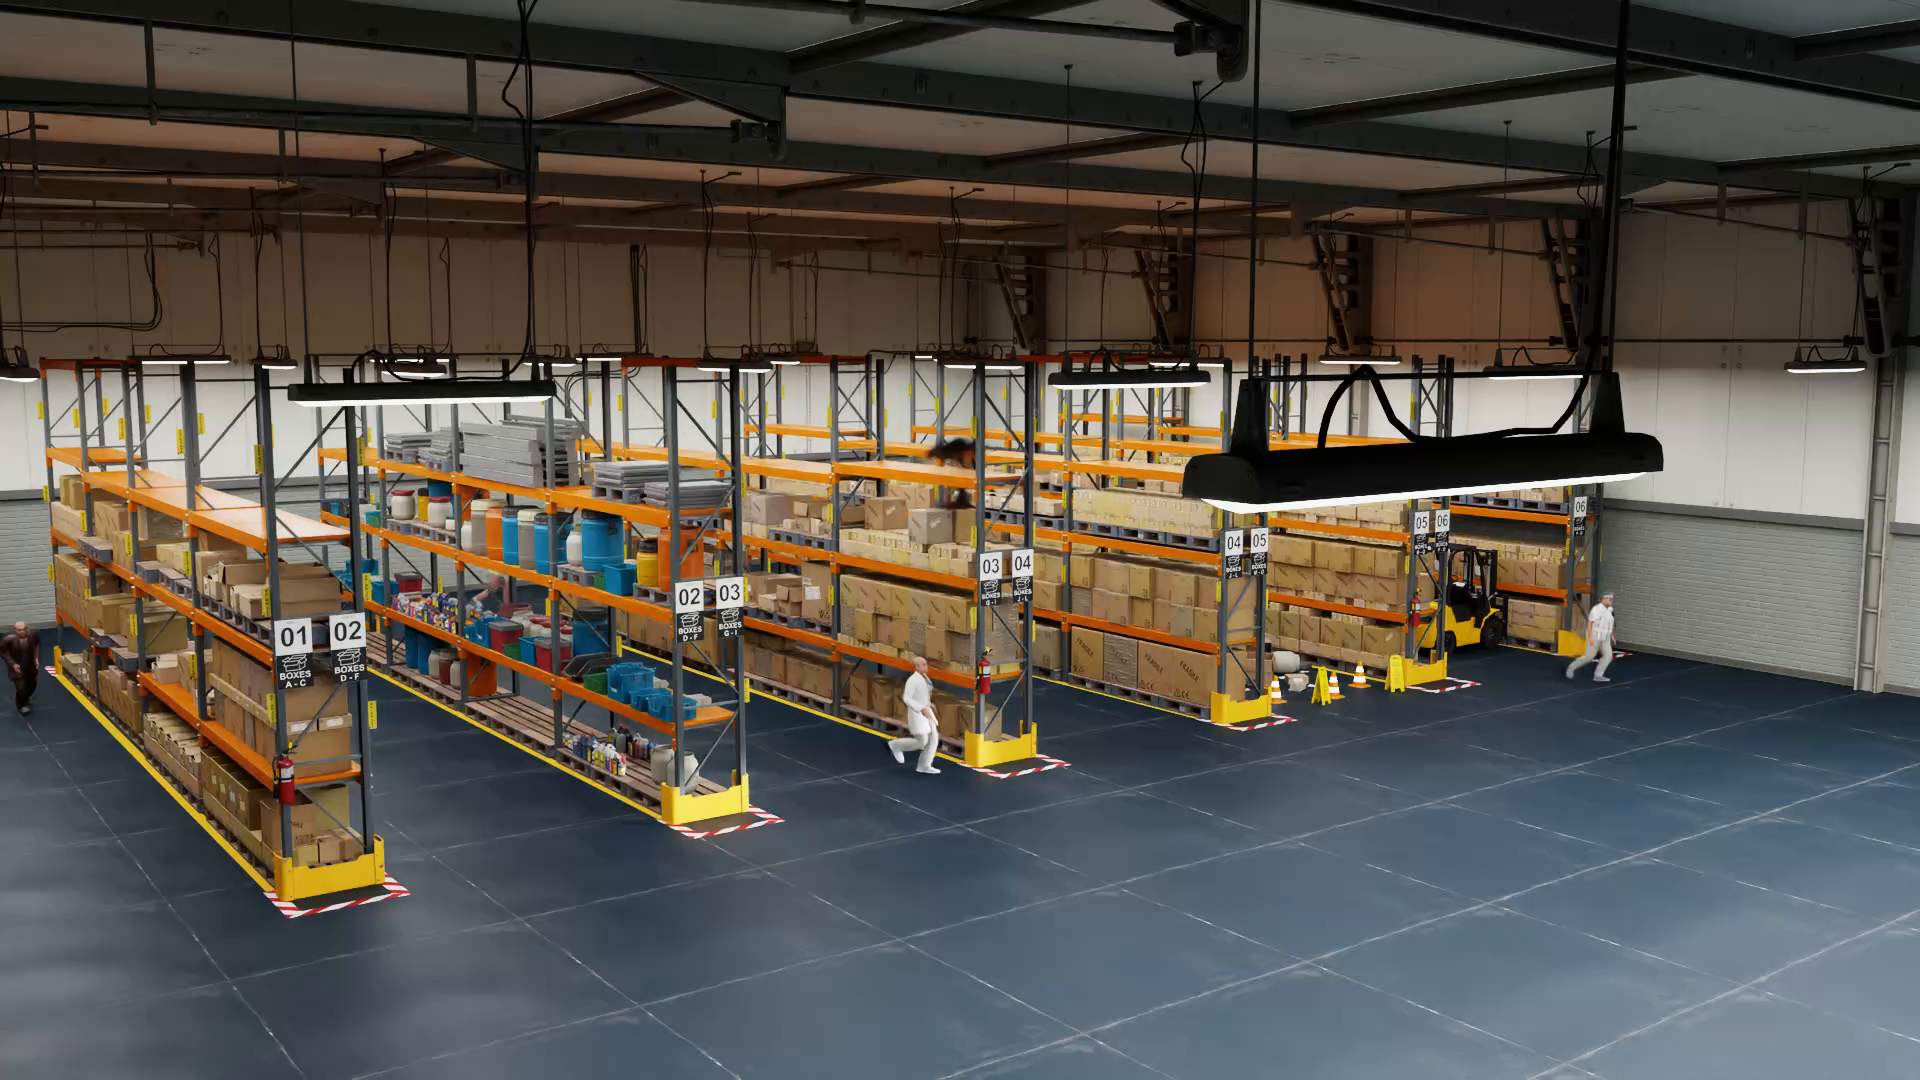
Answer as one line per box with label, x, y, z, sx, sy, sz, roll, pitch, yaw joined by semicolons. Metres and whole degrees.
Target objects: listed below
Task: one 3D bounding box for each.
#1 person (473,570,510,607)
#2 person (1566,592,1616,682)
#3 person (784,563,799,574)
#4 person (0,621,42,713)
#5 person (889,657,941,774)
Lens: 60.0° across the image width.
person;-10.925;0.880;38.976;0.995;1.626;0.607;-3;7;-23
person;11.768;1.774;30.942;0.790;1.693;0.682;-4;8;-31
person;-4.609;0.191;44.516;0.705;1.628;0.780;1;7;10
person;-15.980;2.133;28.271;0.913;1.621;0.717;5;8;36
person;-0.652;2.561;24.390;0.797;1.733;0.722;3;8;25
